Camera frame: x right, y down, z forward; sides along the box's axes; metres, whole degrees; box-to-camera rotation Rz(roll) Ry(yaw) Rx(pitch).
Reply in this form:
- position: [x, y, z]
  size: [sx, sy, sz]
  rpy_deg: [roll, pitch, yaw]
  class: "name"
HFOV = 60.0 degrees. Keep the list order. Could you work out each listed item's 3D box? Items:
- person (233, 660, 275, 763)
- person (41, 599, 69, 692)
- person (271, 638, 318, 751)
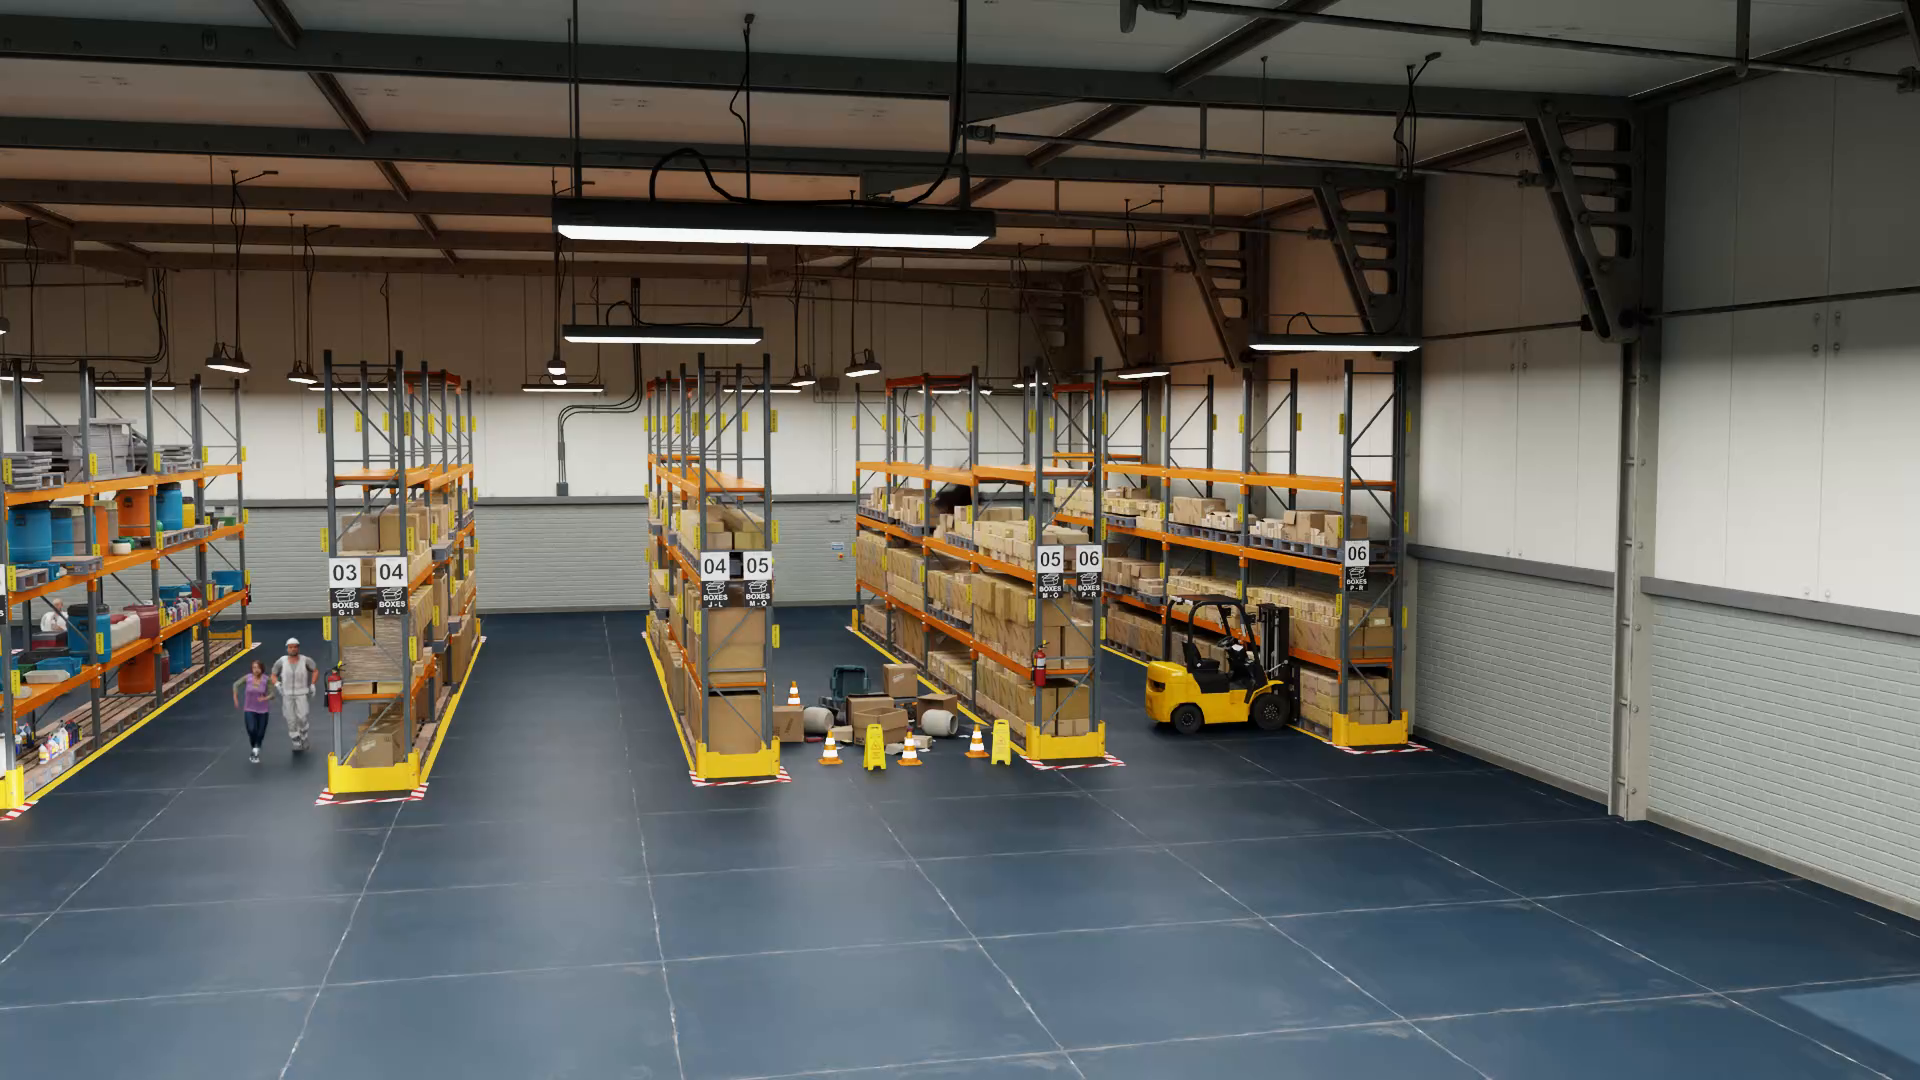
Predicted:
- position: [-10.318, 2.526, 24.331]
  size: [0.569, 1.548, 0.680]
  rpy_deg: [-2, 4, -22]
  class: "person"
- position: [-16.550, 2.001, 30.496]
  size: [0.682, 1.829, 0.801]
  rpy_deg: [-1, 4, -12]
  class: "person"
- position: [-10.112, 2.362, 25.238]
  size: [0.663, 1.744, 0.590]
  rpy_deg: [-1, 4, -16]
  class: "person"
